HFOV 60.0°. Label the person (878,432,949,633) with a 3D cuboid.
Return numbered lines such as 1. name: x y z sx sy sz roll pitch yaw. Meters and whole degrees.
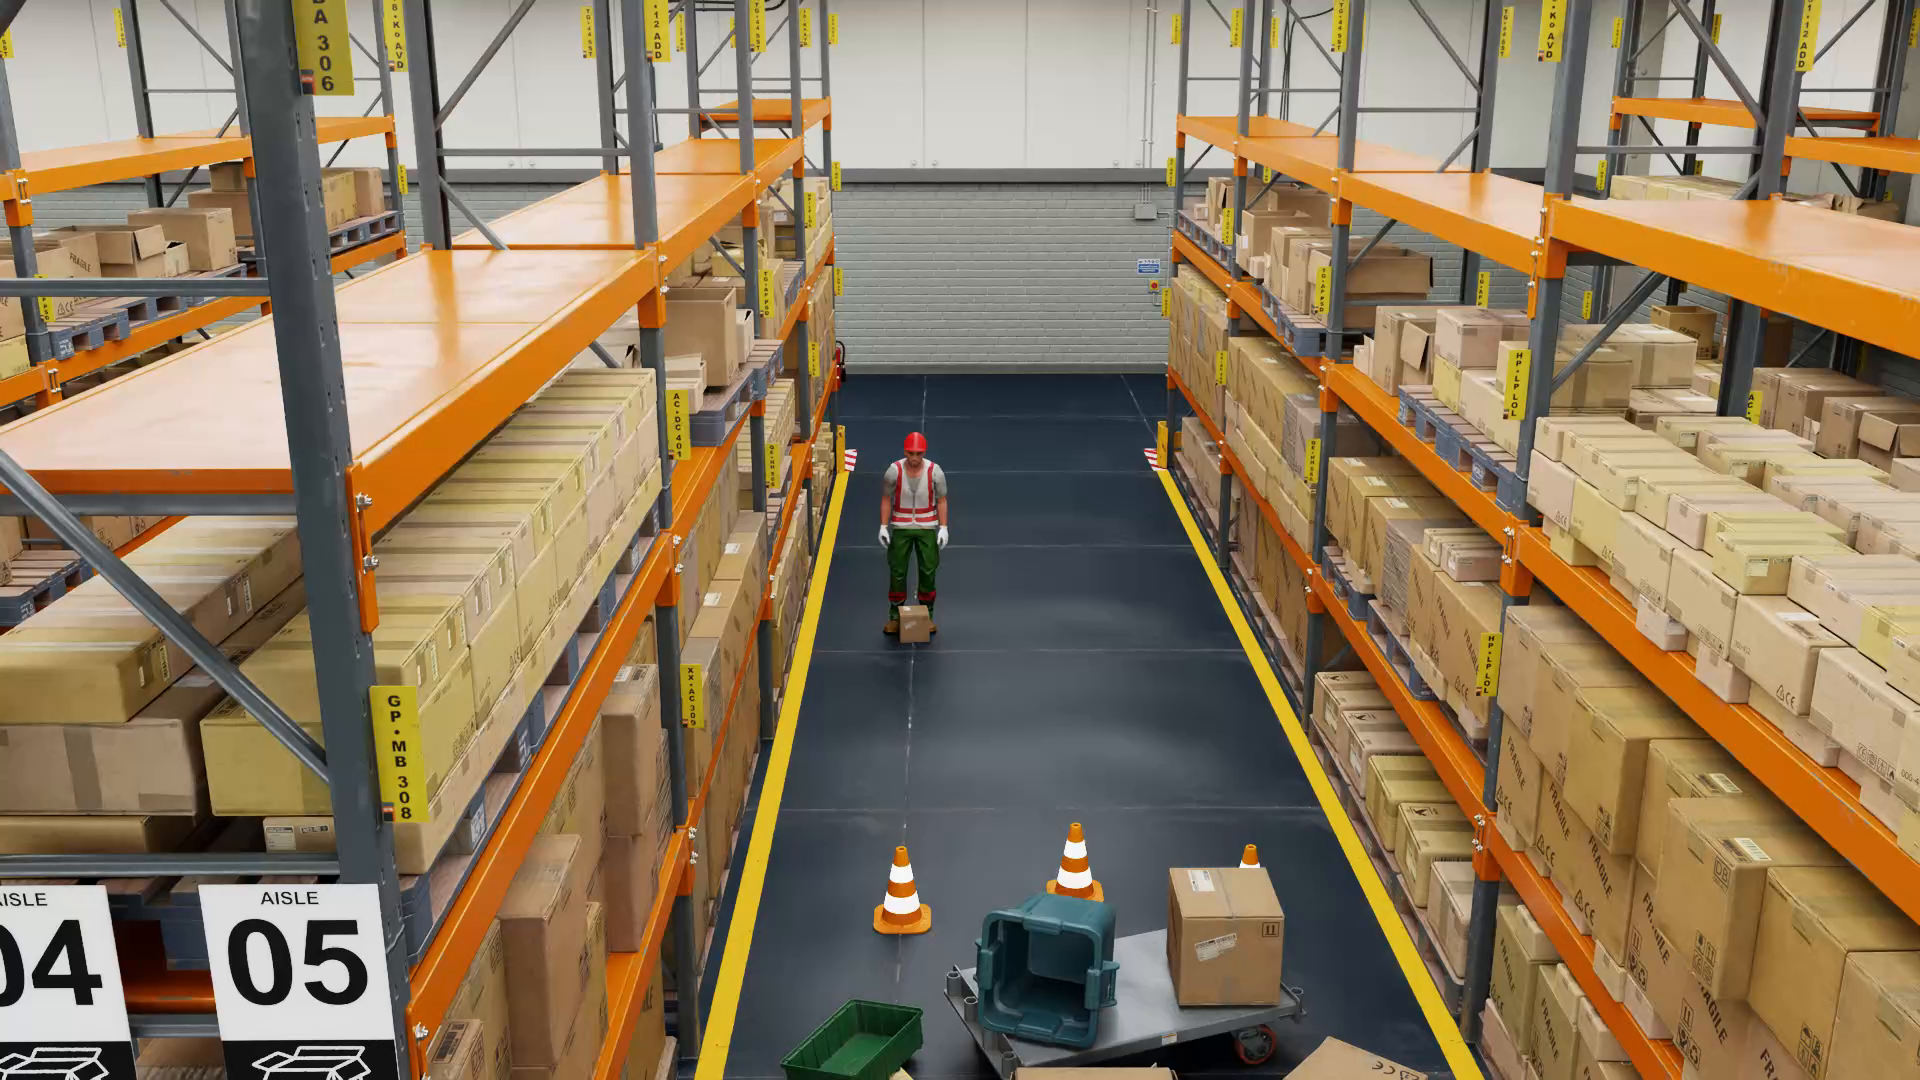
1. person: -0.399 -0.073 14.348 0.610 1.779 0.448 0 17 0
